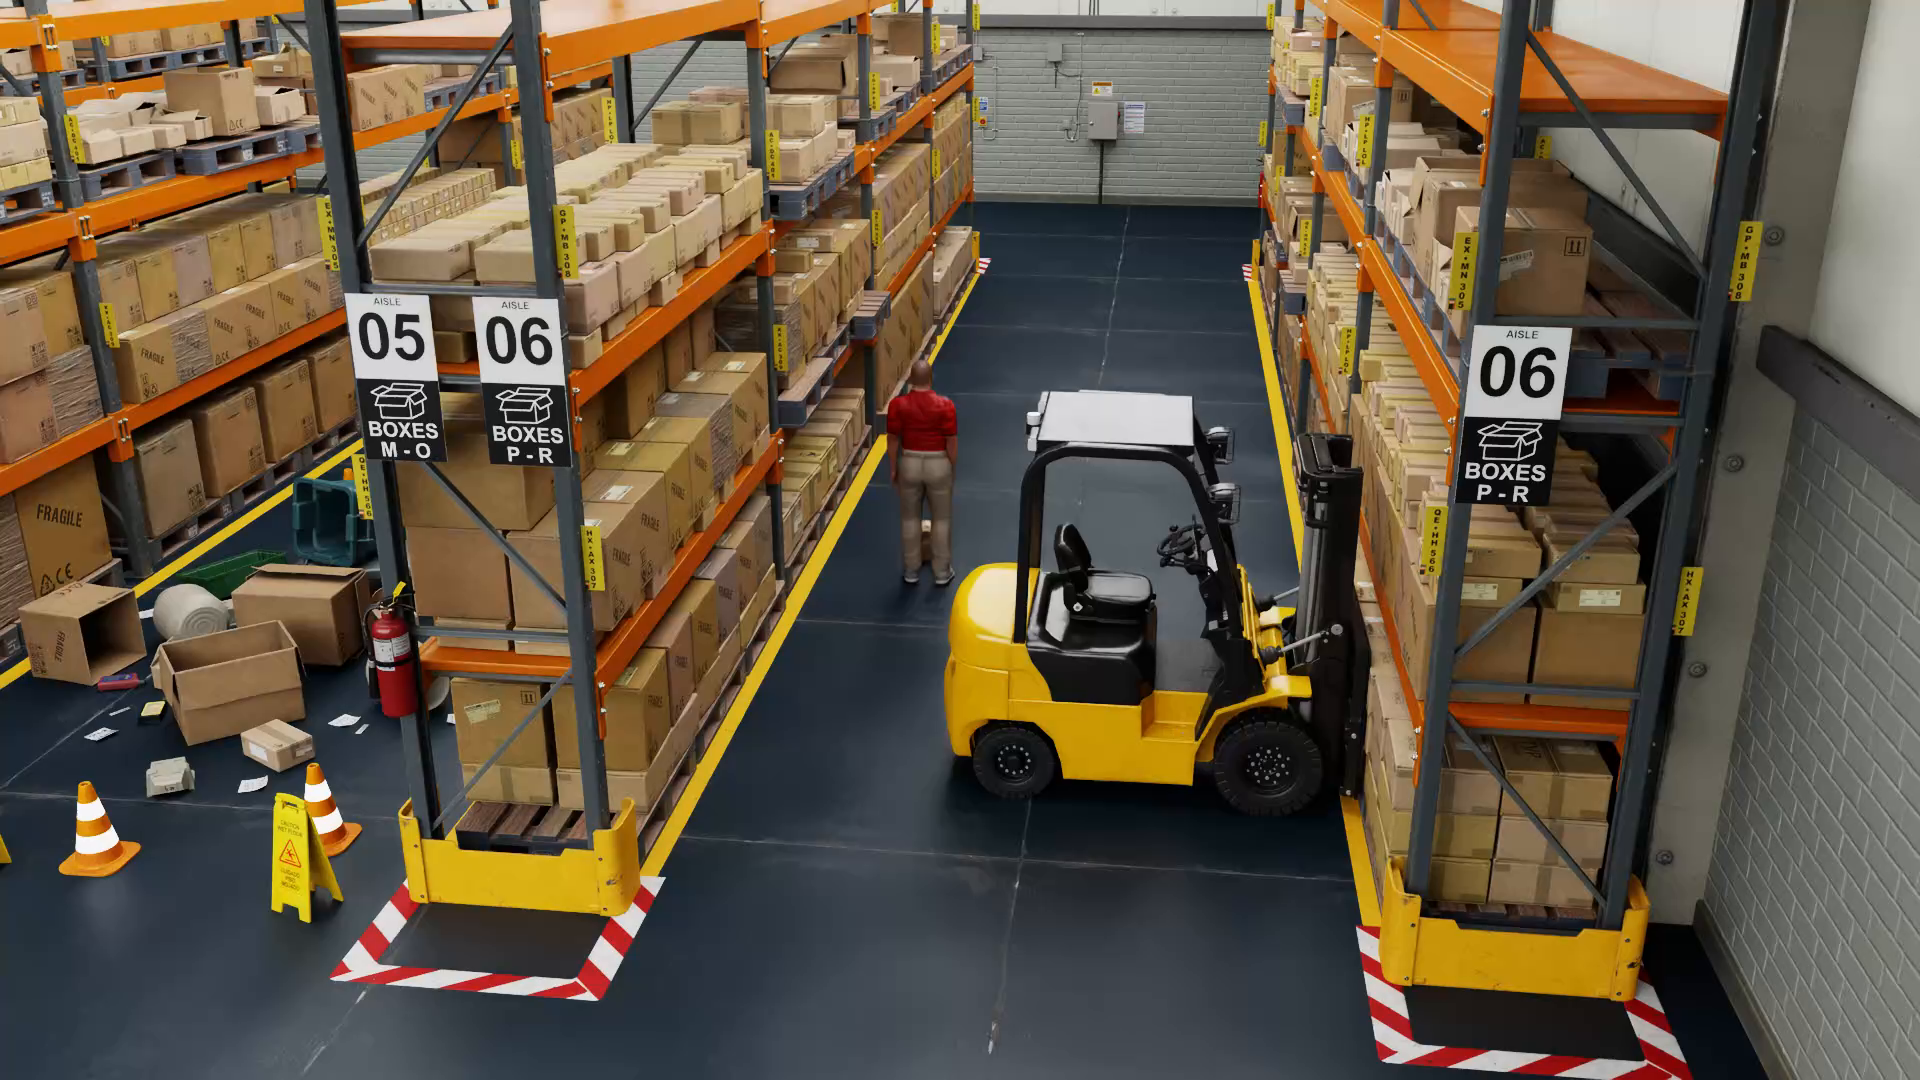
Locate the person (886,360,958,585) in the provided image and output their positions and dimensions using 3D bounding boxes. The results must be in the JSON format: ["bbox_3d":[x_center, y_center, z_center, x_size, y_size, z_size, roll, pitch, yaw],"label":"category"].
[{"bbox_3d":[-0.274,-0.518,12.427,0.531,1.728,0.359,3,21,7],"label":"person"}]
